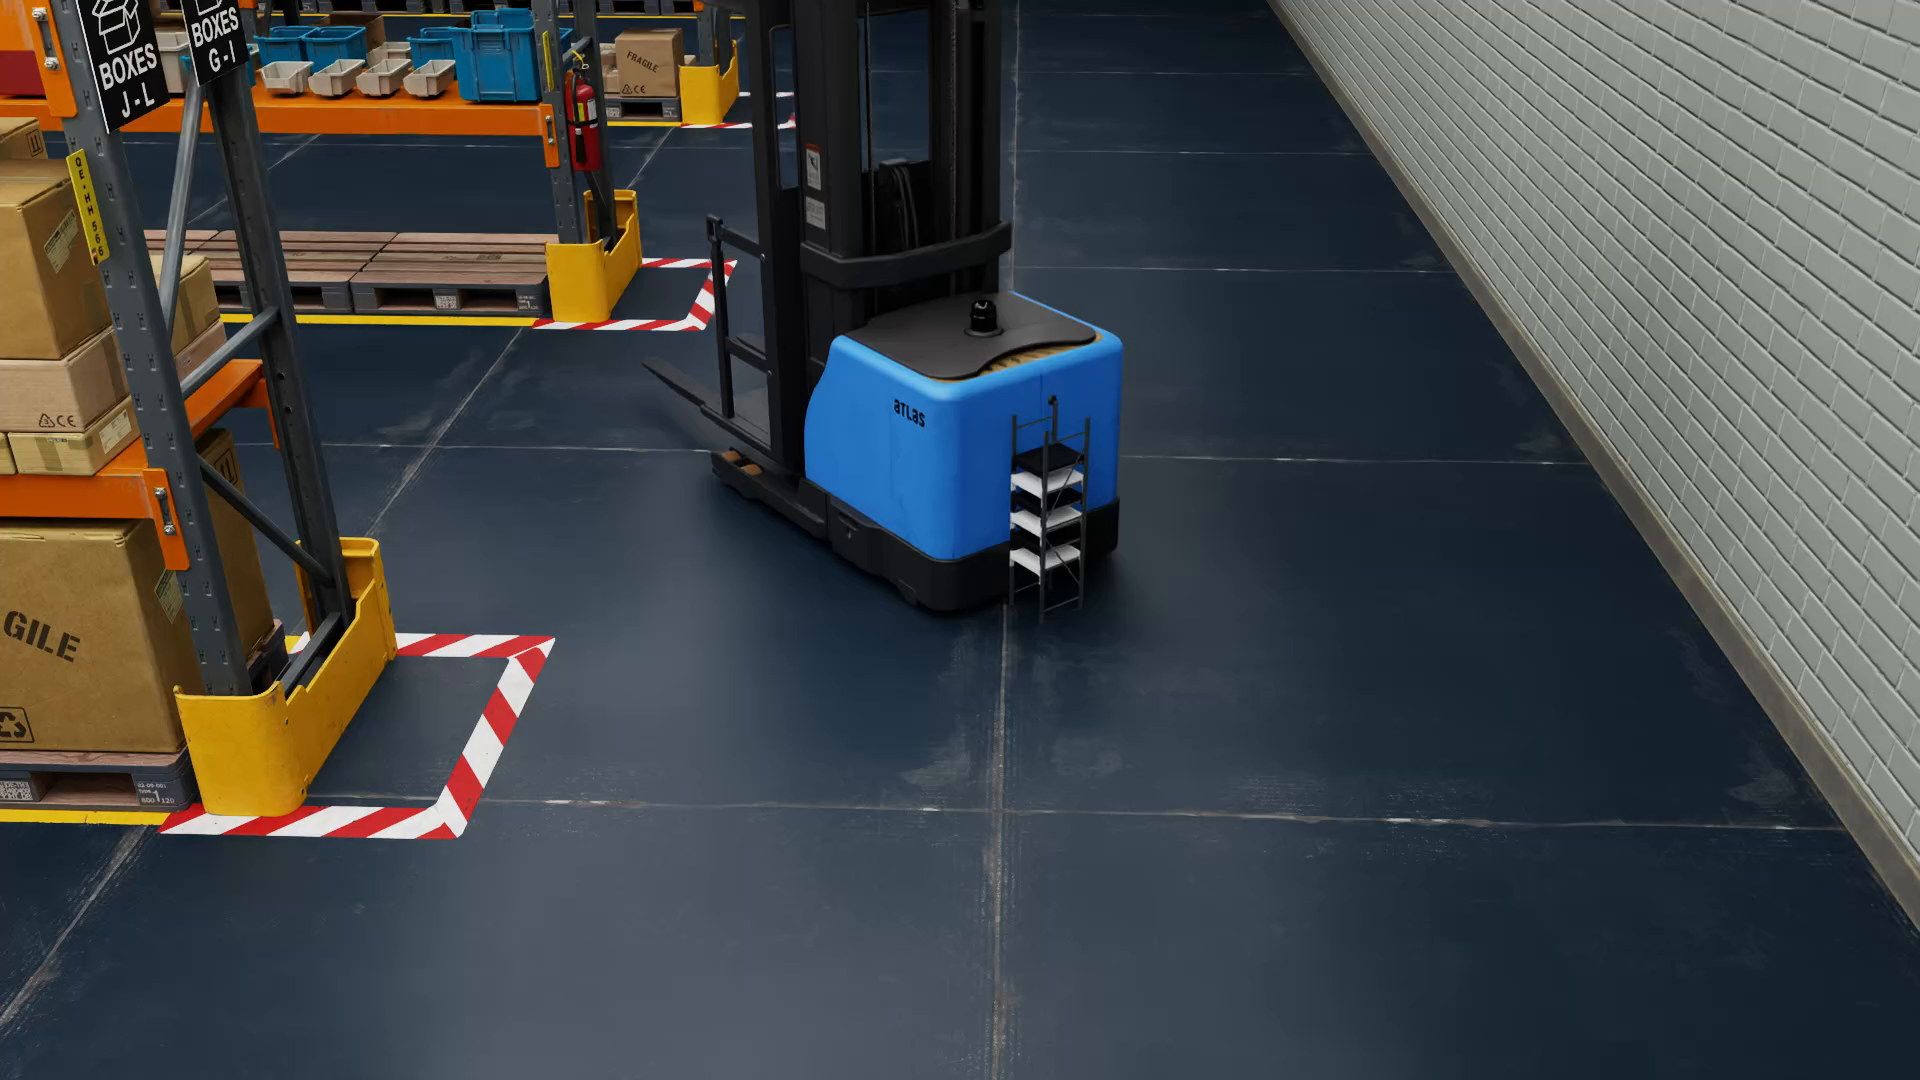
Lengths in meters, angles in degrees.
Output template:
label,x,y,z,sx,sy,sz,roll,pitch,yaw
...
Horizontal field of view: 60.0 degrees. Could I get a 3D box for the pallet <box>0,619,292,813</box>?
label,x,y,z,sx,sy,sz,roll,pitch,yaw
pallet,-3.340,0.636,6.324,1.213,0.211,1.003,1,28,2

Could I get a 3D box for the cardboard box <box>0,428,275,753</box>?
label,x,y,z,sx,sy,sz,roll,pitch,yaw
cardboard box,-3.181,0.161,6.064,0.875,0.875,0.875,1,28,2

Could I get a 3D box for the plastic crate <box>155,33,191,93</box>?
label,x,y,z,sx,sy,sz,roll,pitch,yaw
plastic crate,-4.842,-2.866,10.017,0.530,0.282,0.437,1,28,2

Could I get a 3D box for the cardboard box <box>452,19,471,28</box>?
label,x,y,z,sx,sy,sz,roll,pitch,yaw
cardboard box,-4.305,-4.385,15.015,0.637,0.503,0.797,1,28,2

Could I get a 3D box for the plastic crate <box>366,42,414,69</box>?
label,x,y,z,sx,sy,sz,roll,pitch,yaw
plastic crate,-3.594,-3.061,10.539,0.298,0.136,0.250,1,28,2

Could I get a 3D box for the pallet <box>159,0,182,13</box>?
label,x,y,z,sx,sy,sz,roll,pitch,yaw
pallet,-9.224,-6.427,19.648,1.213,0.211,1.003,1,28,2

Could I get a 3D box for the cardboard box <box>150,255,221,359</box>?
label,x,y,z,sx,sy,sz,roll,pitch,yaw
cardboard box,-3.009,-0.819,5.934,0.500,0.250,0.500,0,28,0

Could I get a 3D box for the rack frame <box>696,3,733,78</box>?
label,x,y,z,sx,sy,sz,roll,pitch,yaw
rack frame,-2.185,-5.256,14.463,0.127,3.000,1.000,1,28,2

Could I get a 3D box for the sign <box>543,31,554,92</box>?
label,x,y,z,sx,sy,sz,roll,pitch,yaw
sign,-2.367,-2.752,9.564,0.005,0.325,0.100,1,28,2

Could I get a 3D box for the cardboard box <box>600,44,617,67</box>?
label,x,y,z,sx,sy,sz,roll,pitch,yaw
cardboard box,-3.218,-4.386,15.286,0.500,0.250,0.500,1,28,2

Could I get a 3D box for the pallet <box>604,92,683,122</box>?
label,x,y,z,sx,sy,sz,roll,pitch,yaw
pallet,-3.058,-4.038,15.142,1.213,0.211,1.003,1,28,2

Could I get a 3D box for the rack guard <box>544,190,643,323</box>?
label,x,y,z,sx,sy,sz,roll,pitch,yaw
rack guard,-2.339,-1.839,10.685,0.348,0.500,1.175,1,28,2

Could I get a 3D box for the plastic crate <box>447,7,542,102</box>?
label,x,y,z,sx,sy,sz,roll,pitch,yaw
plastic crate,-2.705,-2.898,9.912,0.499,0.435,0.616,1,28,2

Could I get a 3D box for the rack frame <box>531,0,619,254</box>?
label,x,y,z,sx,sy,sz,roll,pitch,yaw
rack frame,-2.364,-2.938,10.089,0.127,3.000,1.000,1,28,2

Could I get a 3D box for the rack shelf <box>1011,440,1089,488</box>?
label,x,y,z,sx,sy,sz,roll,pitch,yaw
rack shelf,0.372,-0.317,6.881,0.258,0.077,0.200,-20,34,-32

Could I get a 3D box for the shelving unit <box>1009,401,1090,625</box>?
label,x,y,z,sx,sy,sz,roll,pitch,yaw
shelving unit,0.372,-0.107,6.992,0.258,0.900,0.210,-20,34,-32

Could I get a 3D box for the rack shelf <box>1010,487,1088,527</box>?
label,x,y,z,sx,sy,sz,roll,pitch,yaw
rack shelf,0.372,-0.158,6.965,0.258,0.077,0.200,-20,34,-32

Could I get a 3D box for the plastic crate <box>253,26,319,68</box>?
label,x,y,z,sx,sy,sz,roll,pitch,yaw
plastic crate,-4.215,-3.075,10.463,0.300,0.233,0.416,1,28,2

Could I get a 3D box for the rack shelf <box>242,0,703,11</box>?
label,x,y,z,sx,sy,sz,roll,pitch,yaw
rack shelf,-4.184,-4.971,14.693,4.000,0.370,1.077,1,28,2

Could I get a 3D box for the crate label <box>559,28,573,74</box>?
label,x,y,z,sx,sy,sz,roll,pitch,yaw
crate label,-2.599,-3.048,10.412,0.303,0.233,0.416,1,28,2

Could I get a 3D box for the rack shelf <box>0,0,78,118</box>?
label,x,y,z,sx,sy,sz,roll,pitch,yaw
rack shelf,-4.537,-1.660,5.244,4.000,0.370,1.077,1,28,2

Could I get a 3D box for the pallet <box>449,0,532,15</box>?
label,x,y,z,sx,sy,sz,roll,pitch,yaw
pallet,-5.254,-6.360,19.522,1.213,0.211,1.003,1,28,2

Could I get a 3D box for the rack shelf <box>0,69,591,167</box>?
label,x,y,z,sx,sy,sz,roll,pitch,yaw
rack shelf,-4.362,-2.653,10.320,4.000,0.370,1.077,1,28,2

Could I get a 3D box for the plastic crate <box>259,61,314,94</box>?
label,x,y,z,sx,sy,sz,roll,pitch,yaw
plastic crate,-4.050,-2.777,10.004,0.250,0.136,0.298,1,28,2

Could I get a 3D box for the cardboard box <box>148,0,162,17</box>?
label,x,y,z,sx,sy,sz,roll,pitch,yaw
cardboard box,-7.657,-4.882,15.155,0.500,0.250,0.500,1,28,2

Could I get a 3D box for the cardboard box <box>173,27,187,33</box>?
label,x,y,z,sx,sy,sz,roll,pitch,yaw
cardboard box,-6.686,-4.286,14.832,0.500,0.500,0.500,1,28,2

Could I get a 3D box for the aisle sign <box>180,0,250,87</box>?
label,x,y,z,sx,sy,sz,roll,pitch,yaw
aisle sign,-2.456,-1.907,5.369,0.004,0.787,0.394,1,28,2

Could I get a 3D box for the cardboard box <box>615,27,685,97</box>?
label,x,y,z,sx,sy,sz,roll,pitch,yaw
cardboard box,-2.737,-4.240,14.744,0.500,0.500,0.500,1,28,2

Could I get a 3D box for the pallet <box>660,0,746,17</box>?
label,x,y,z,sx,sy,sz,roll,pitch,yaw
pallet,-2.816,-6.319,19.446,1.213,0.211,1.003,1,28,2

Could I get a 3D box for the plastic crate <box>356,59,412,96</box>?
label,x,y,z,sx,sy,sz,roll,pitch,yaw
plastic crate,-3.474,-2.788,10.024,0.243,0.136,0.396,1,28,2

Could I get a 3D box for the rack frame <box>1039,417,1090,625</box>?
label,x,y,z,sx,sy,sz,roll,pitch,yaw
rack frame,0.433,-0.070,6.921,0.240,0.900,0.006,-20,34,-32

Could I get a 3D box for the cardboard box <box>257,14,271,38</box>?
label,x,y,z,sx,sy,sz,roll,pitch,yaw
cardboard box,-6.657,-4.534,15.300,0.500,0.500,0.500,0,28,-1

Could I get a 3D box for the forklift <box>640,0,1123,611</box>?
label,x,y,z,sx,sy,sz,roll,pitch,yaw
forklift,-0.576,-1.622,7.681,1.130,2.935,3.031,-20,34,-32

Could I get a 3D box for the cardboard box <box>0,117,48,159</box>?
label,x,y,z,sx,sy,sz,roll,pitch,yaw
cardboard box,-3.508,-1.158,5.774,0.500,0.500,0.500,0,28,1

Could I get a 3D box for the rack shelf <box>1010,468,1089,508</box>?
label,x,y,z,sx,sy,sz,roll,pitch,yaw
rack shelf,0.372,-0.237,6.923,0.258,0.077,0.200,-20,34,-32

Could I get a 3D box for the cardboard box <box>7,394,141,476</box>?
label,x,y,z,sx,sy,sz,roll,pitch,yaw
cardboard box,-2.906,-0.360,5.495,0.250,0.149,0.380,1,28,3

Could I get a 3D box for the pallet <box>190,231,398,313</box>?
label,x,y,z,sx,sy,sz,roll,pitch,yaw
pallet,-4.402,-1.759,10.842,1.213,0.211,1.003,1,28,2

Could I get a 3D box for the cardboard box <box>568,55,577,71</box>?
label,x,y,z,sx,sy,sz,roll,pitch,yaw
cardboard box,-3.686,-4.159,14.859,0.500,0.250,0.500,1,28,2
